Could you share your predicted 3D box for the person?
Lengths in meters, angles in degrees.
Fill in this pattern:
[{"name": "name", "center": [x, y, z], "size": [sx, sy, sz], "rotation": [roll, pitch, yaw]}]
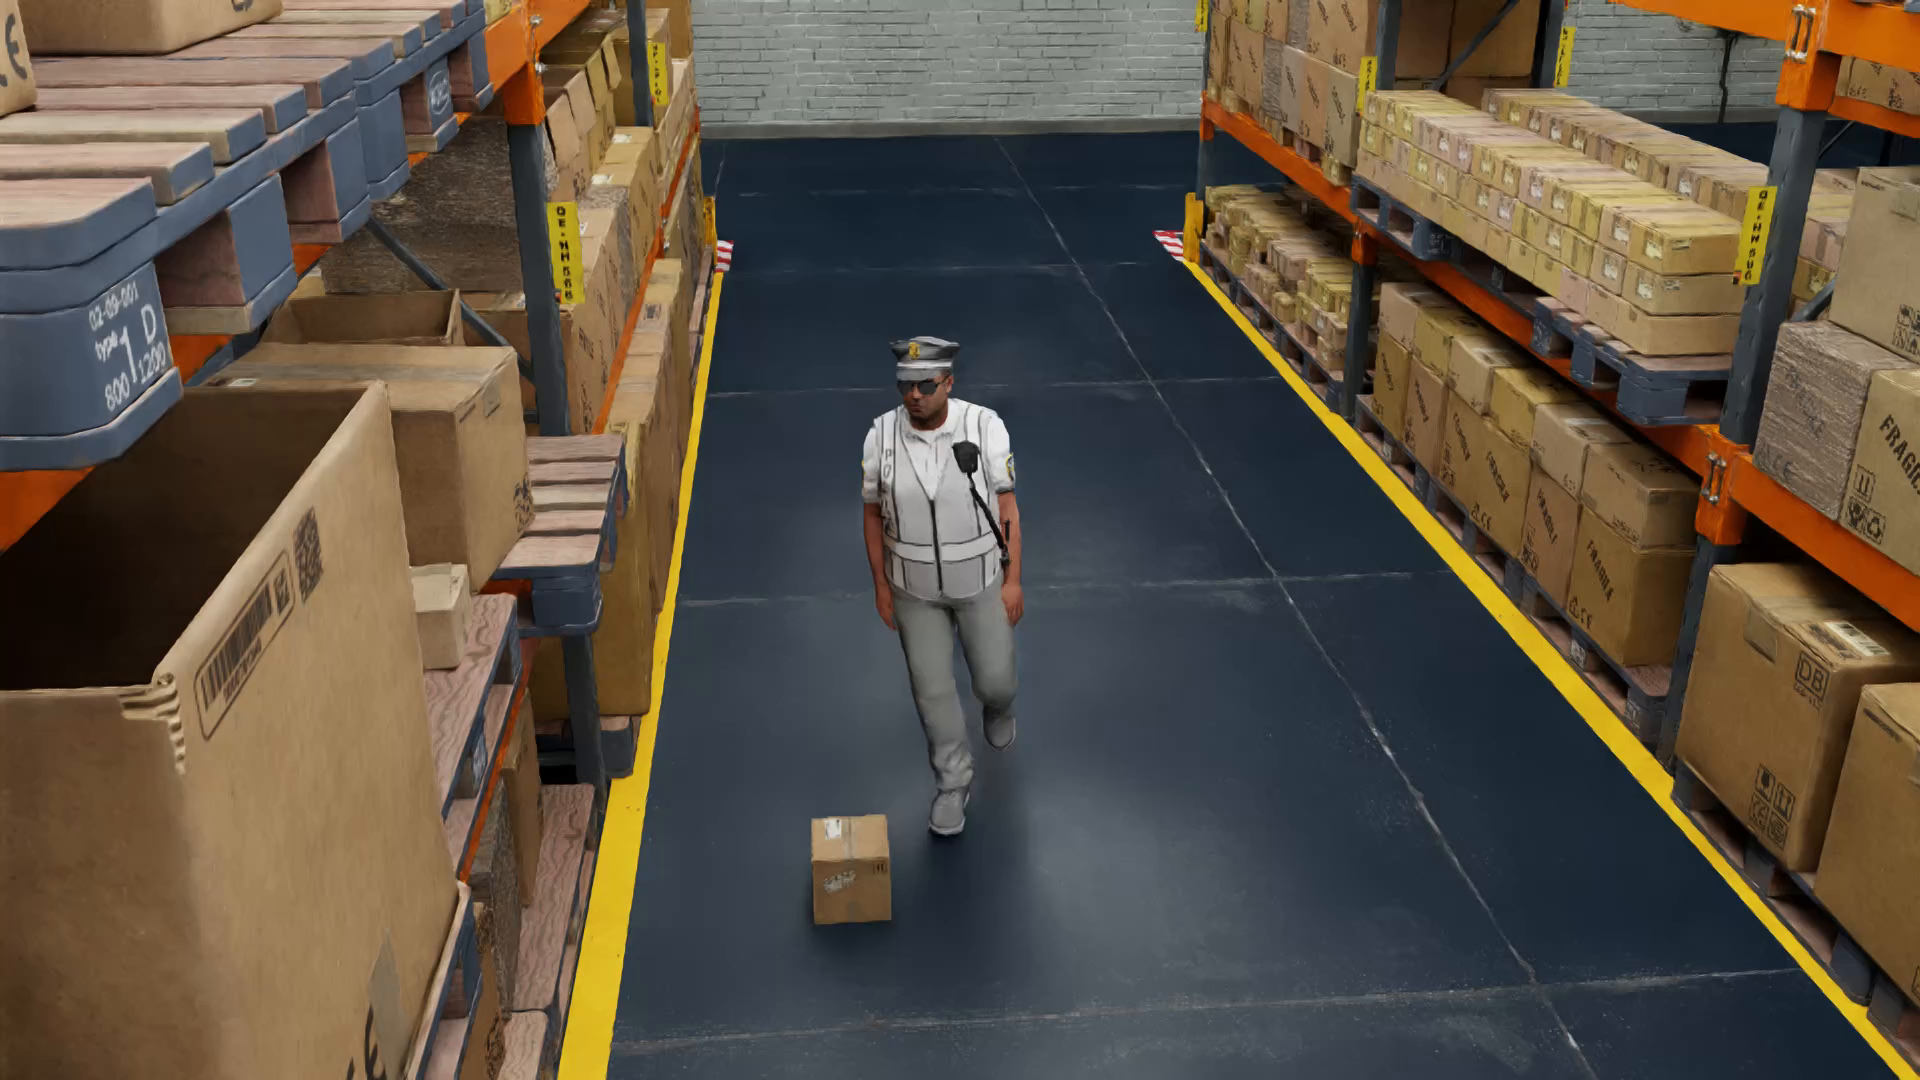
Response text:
[{"name": "person", "center": [-0.055, 0.107, 5.816], "size": [0.571, 1.751, 0.725], "rotation": [2, 24, 5]}]
